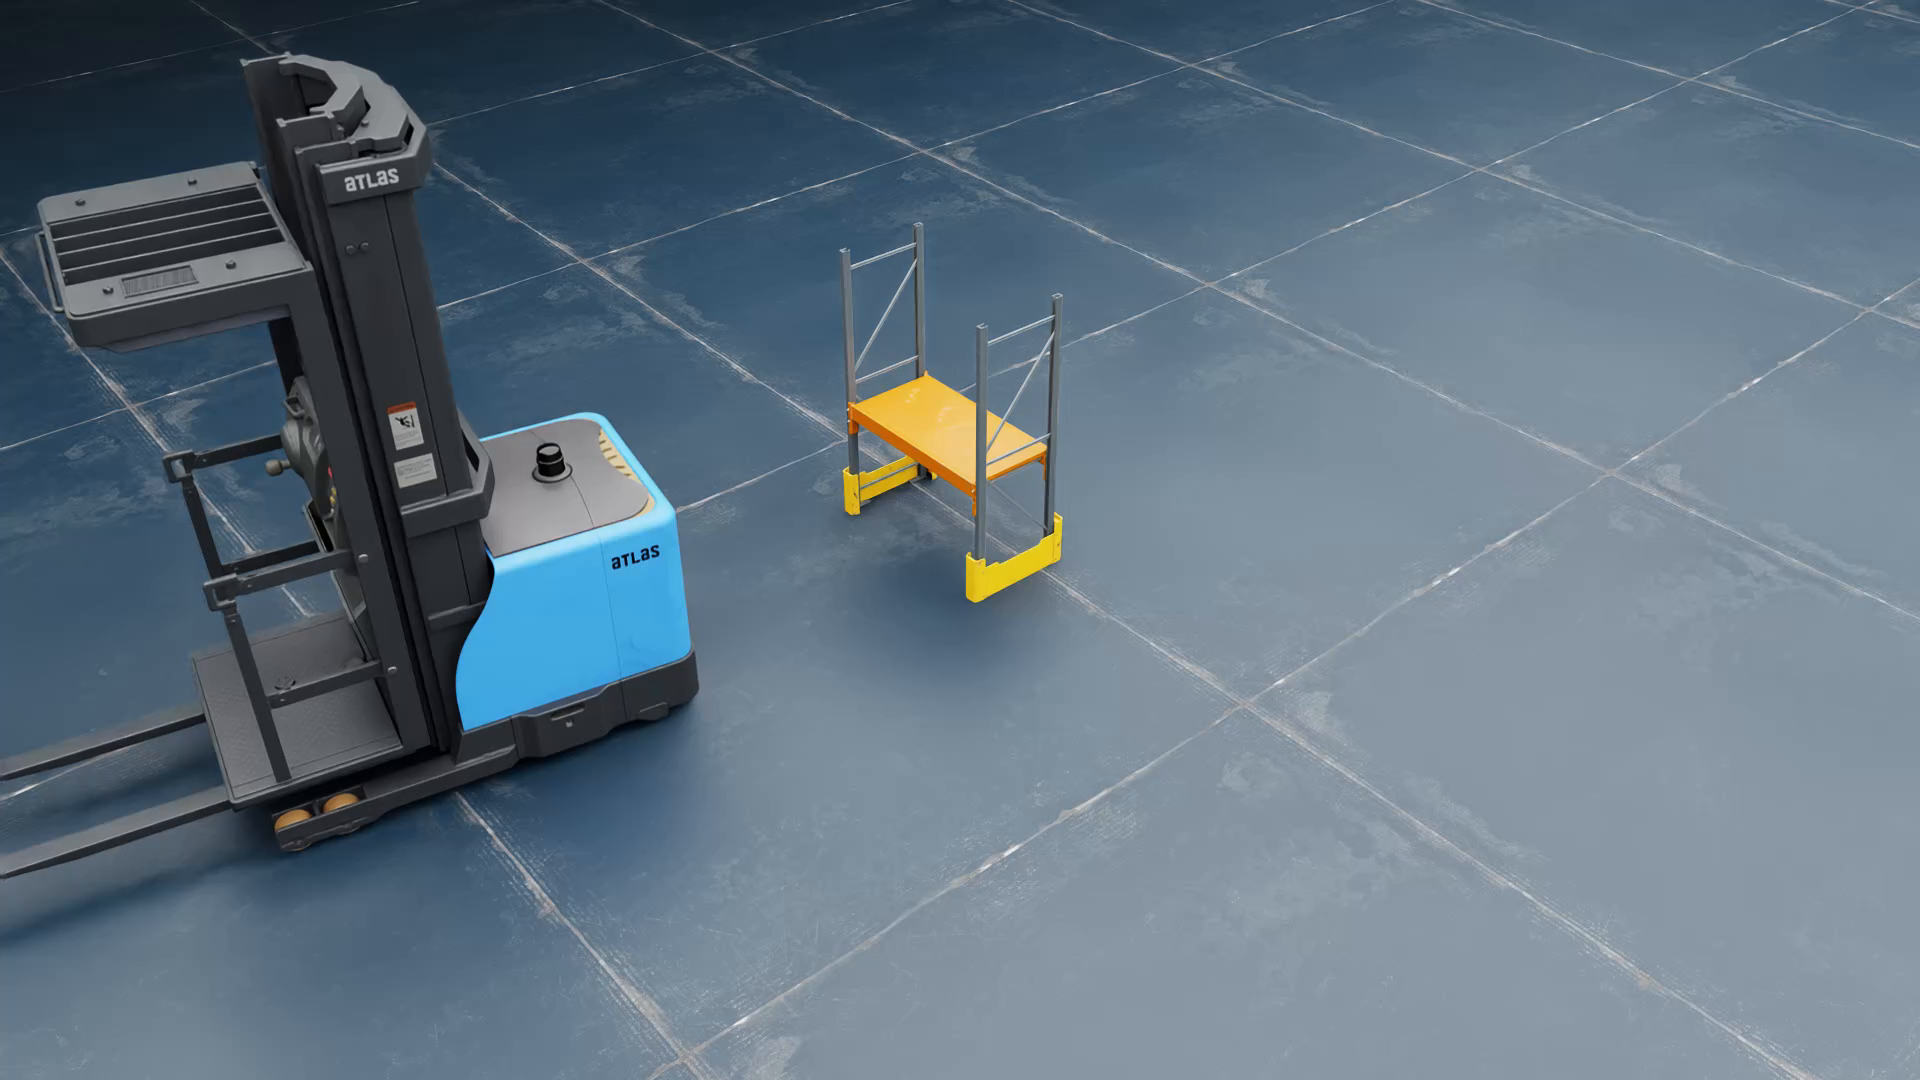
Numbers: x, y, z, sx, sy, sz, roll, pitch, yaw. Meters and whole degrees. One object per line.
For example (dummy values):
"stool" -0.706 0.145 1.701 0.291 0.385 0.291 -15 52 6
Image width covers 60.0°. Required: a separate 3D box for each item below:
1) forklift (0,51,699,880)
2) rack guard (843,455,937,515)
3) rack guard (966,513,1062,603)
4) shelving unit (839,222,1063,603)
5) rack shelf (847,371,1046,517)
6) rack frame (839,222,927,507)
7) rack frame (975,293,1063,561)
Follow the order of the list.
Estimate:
"forklift" -2.726 -0.268 6.494 3.031 2.935 1.130 -18 39 -24
"rack guard" -0.371 -0.356 8.937 0.587 0.250 0.087 -26 43 -32
"rack guard" 0.272 0.084 8.316 0.587 0.250 0.087 -26 43 -32
"shelving unit" -0.049 -0.646 8.265 0.587 1.500 1.083 -26 43 -32
"rack shelf" -0.055 -0.503 8.375 0.538 0.185 1.000 -26 43 -32
"rack frame" -0.383 -0.874 8.588 0.500 1.500 0.032 -26 43 -32
"rack frame" 0.273 -0.425 7.954 0.500 1.500 0.032 -26 43 -32
